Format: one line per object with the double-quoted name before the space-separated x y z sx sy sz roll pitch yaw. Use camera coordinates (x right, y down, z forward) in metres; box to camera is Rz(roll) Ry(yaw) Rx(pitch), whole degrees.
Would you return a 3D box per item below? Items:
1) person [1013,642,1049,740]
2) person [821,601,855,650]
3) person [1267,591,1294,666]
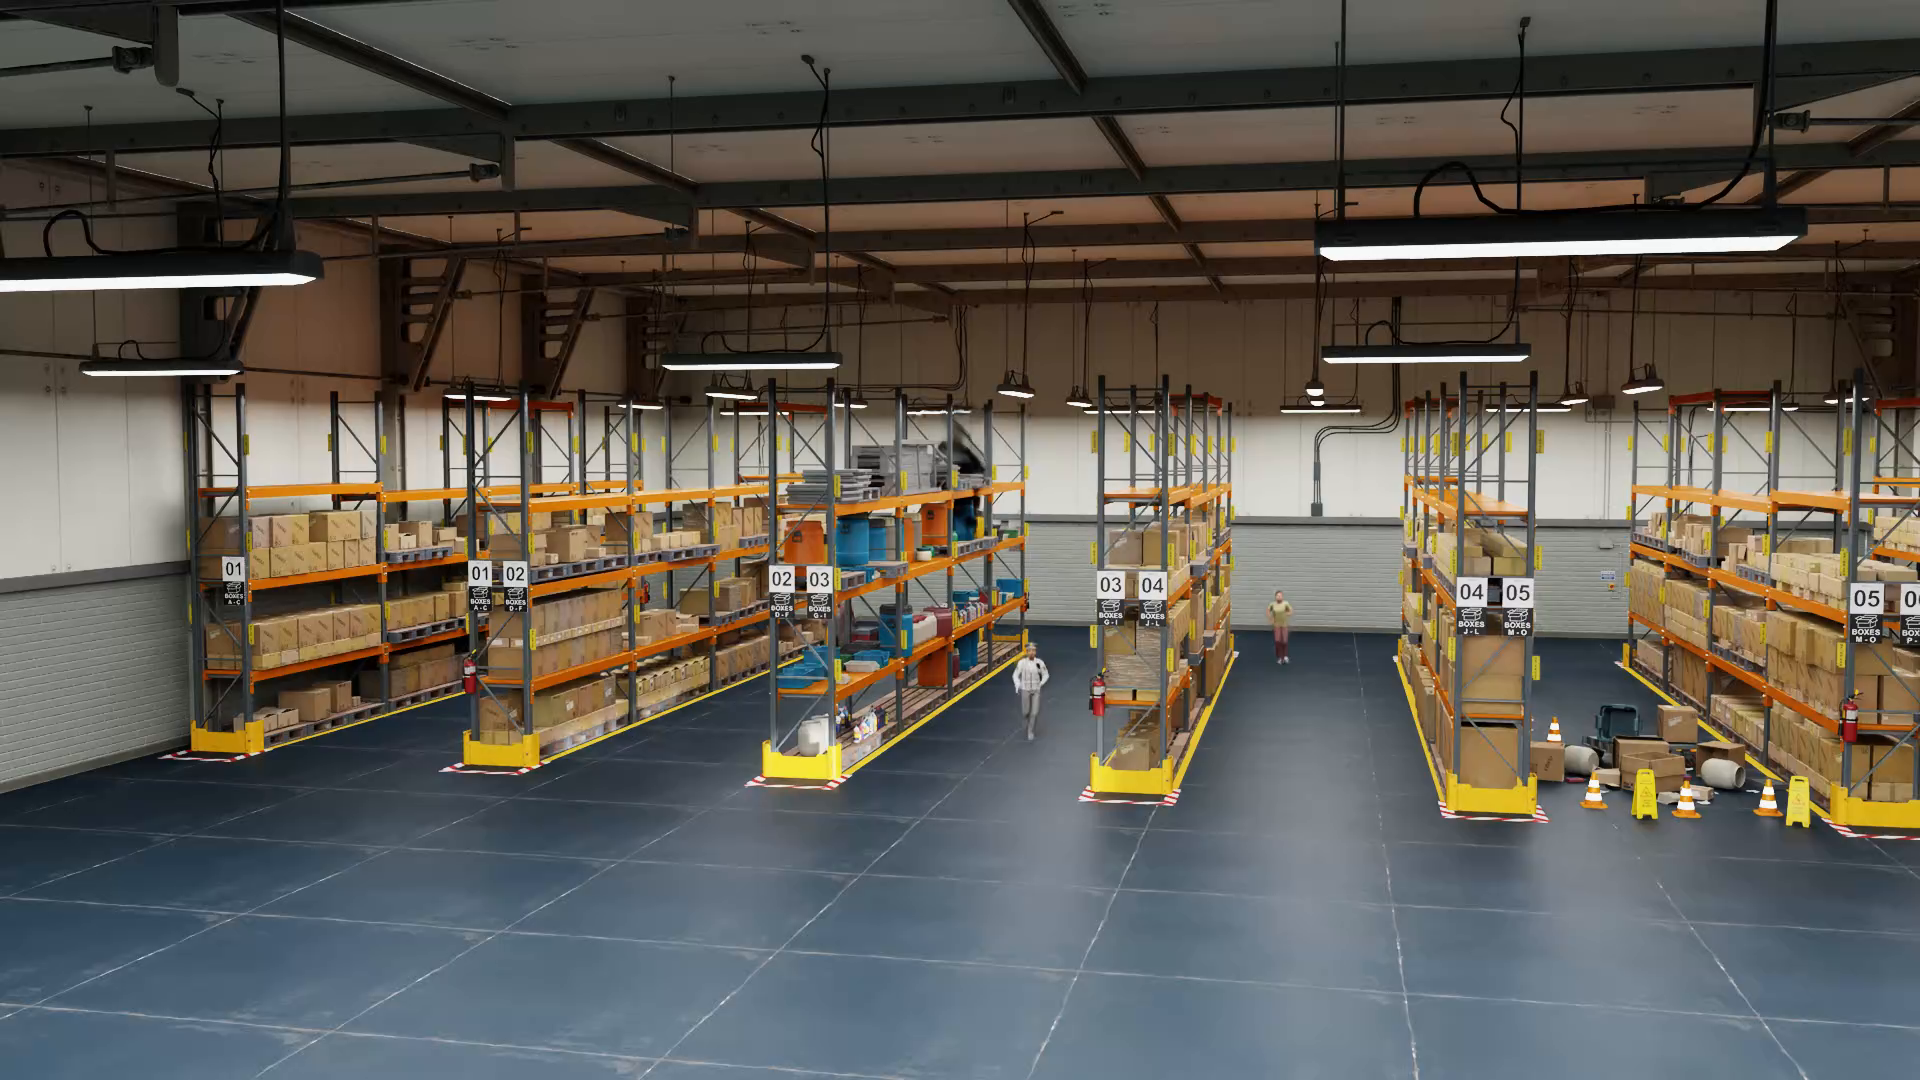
"person" 1.214 2.564 28.373 0.616 1.660 0.554 0 3 1
"person" -2.631 2.064 35.805 0.716 1.755 1.011 0 3 1
"person" 7.318 2.014 37.989 0.586 1.733 0.716 1 3 9
